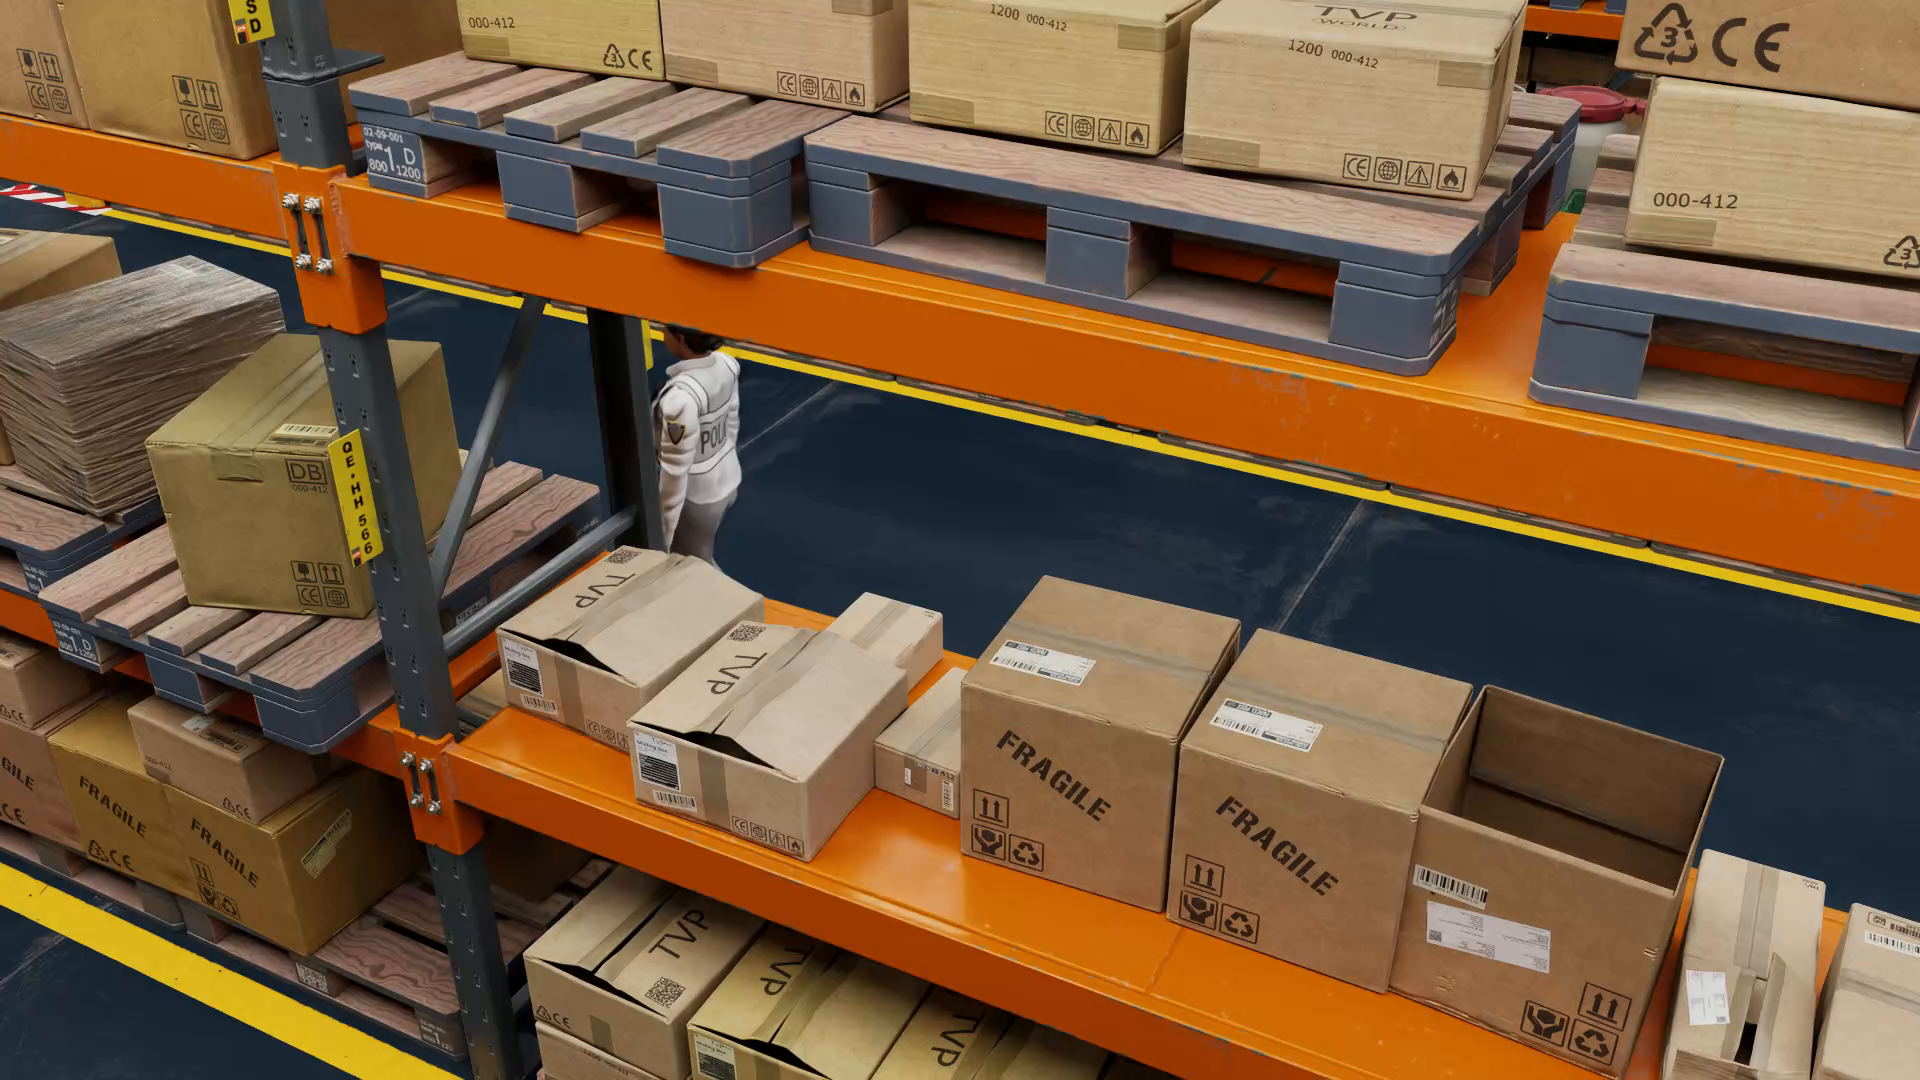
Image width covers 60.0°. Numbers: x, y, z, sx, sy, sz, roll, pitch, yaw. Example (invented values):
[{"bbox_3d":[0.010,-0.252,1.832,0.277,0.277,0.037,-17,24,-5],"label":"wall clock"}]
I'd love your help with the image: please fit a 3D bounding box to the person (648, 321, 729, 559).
[{"bbox_3d":[-1.095,-0.137,6.386,0.385,1.727,0.516,9,32,16],"label":"person"}]
